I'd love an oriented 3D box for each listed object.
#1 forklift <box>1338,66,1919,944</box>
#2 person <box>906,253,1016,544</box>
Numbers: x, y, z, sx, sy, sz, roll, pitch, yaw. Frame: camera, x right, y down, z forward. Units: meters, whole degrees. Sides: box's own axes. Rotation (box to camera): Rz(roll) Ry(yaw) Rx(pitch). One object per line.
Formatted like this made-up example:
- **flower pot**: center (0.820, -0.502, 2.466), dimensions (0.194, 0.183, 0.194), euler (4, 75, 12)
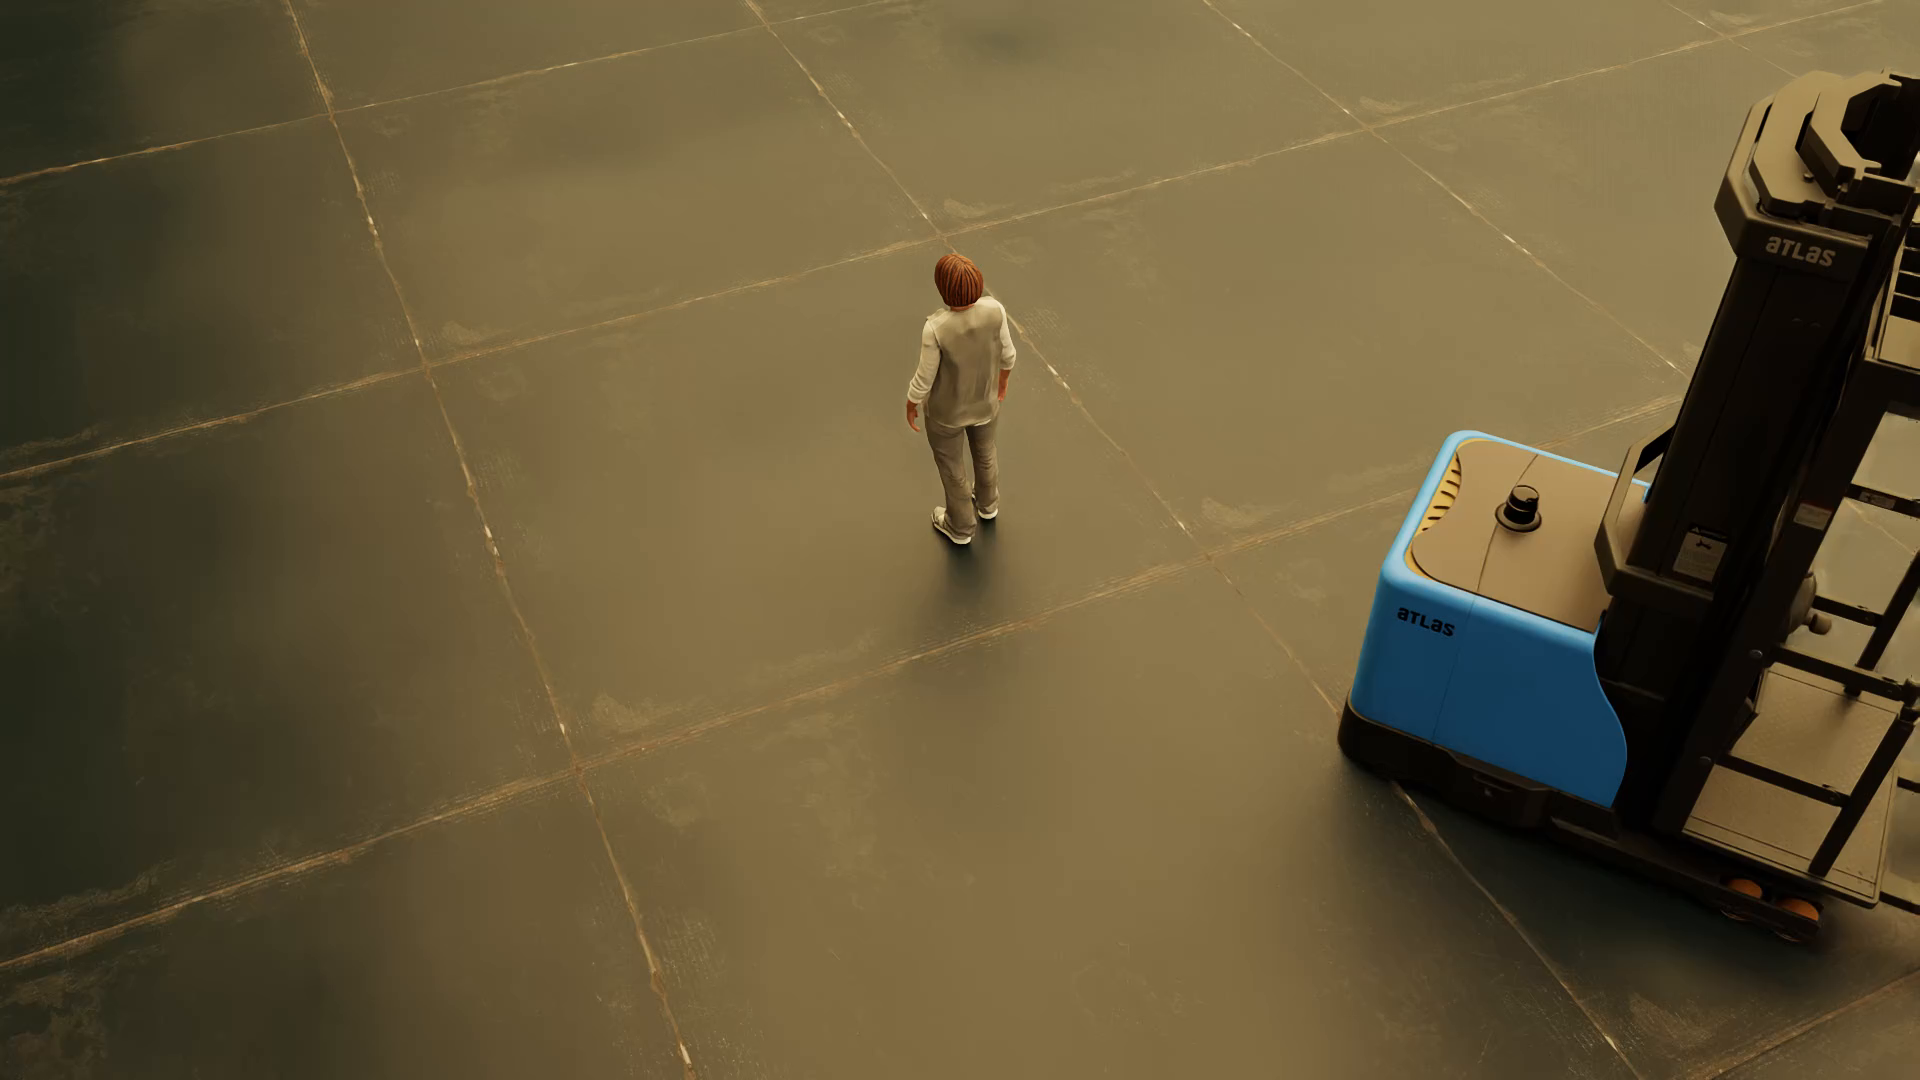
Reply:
- **forklift**: center (3.099, 0.010, 5.670), dimensions (3.031, 2.935, 1.130), euler (20, 47, 20)
- **person**: center (-0.018, -0.640, 7.332), dimensions (0.520, 1.599, 0.473), euler (-18, 46, -18)
